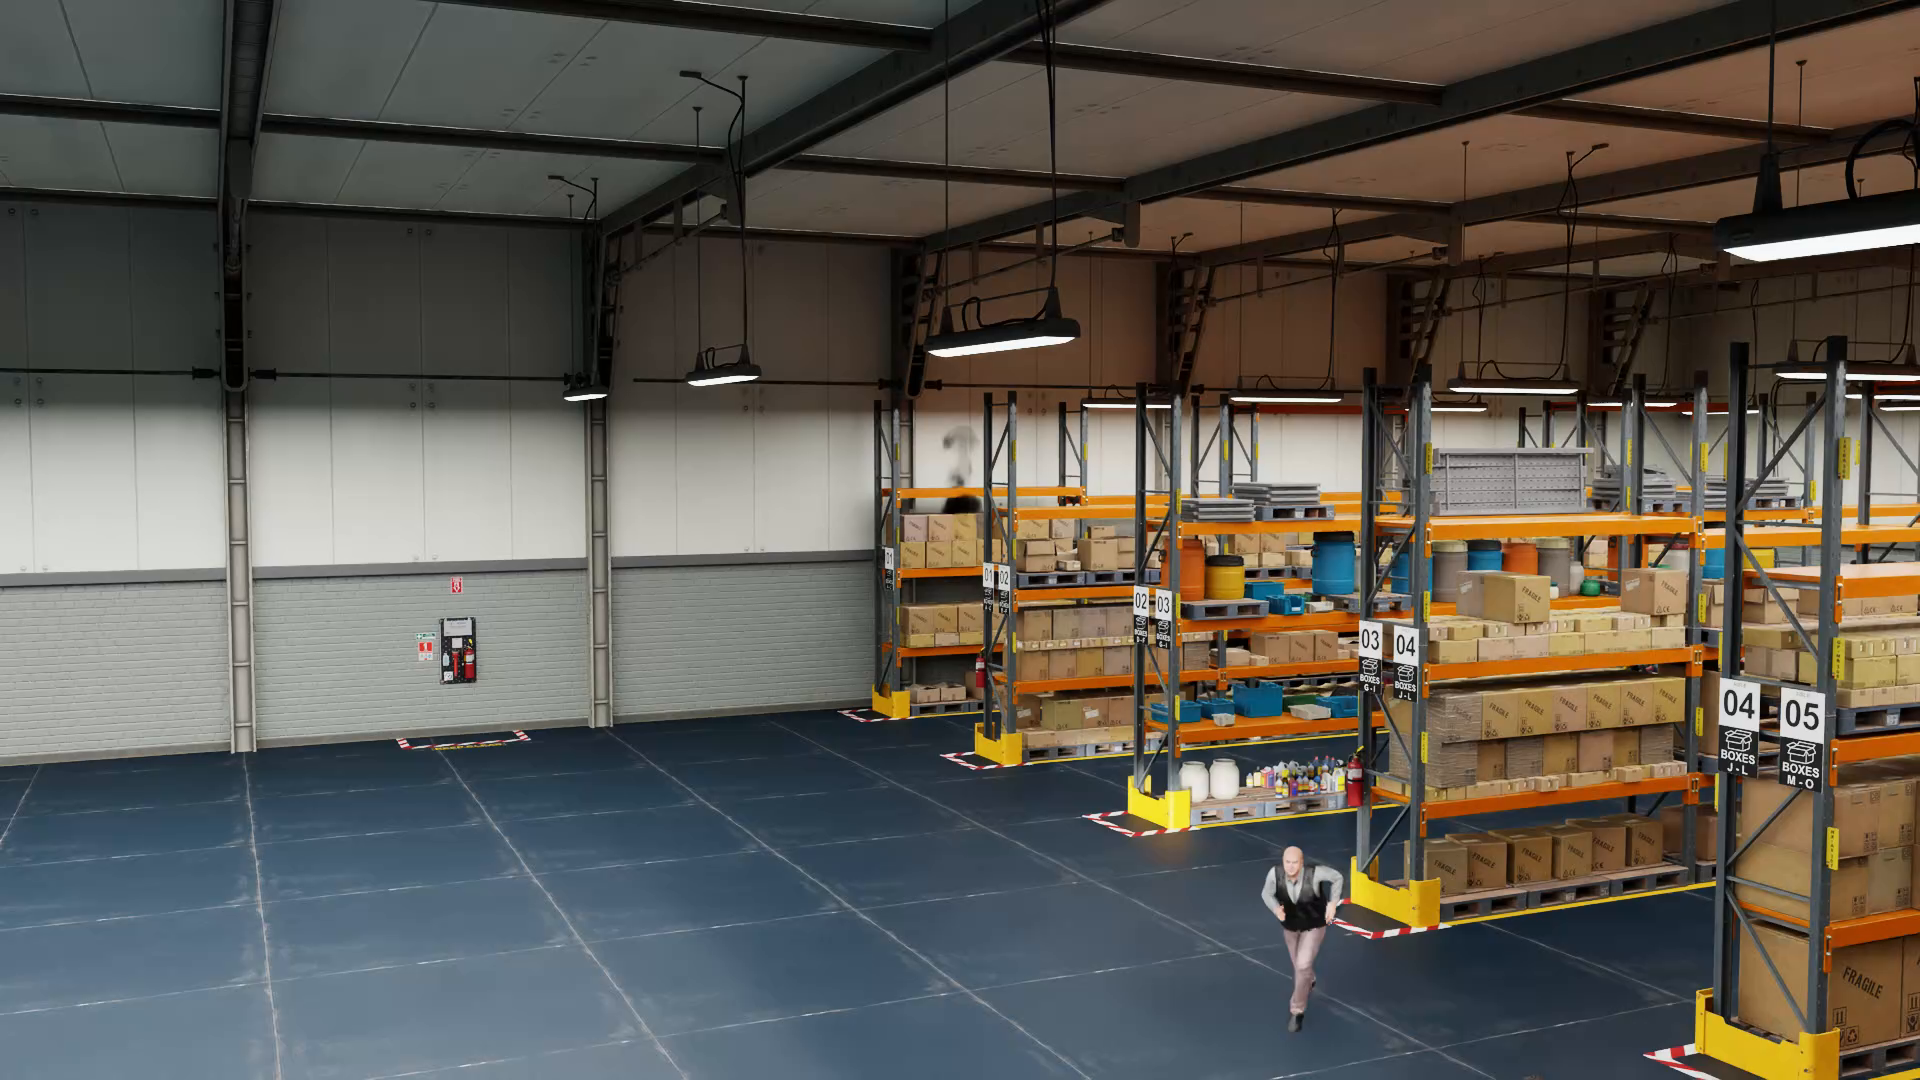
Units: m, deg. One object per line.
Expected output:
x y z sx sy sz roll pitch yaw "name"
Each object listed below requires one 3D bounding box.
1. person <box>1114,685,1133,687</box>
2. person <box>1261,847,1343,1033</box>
2.910 2.627 30.298 0.703 1.598 0.596 -1 4 -19 "person"
3.086 3.506 14.918 0.701 1.682 0.976 1 4 24 "person"
